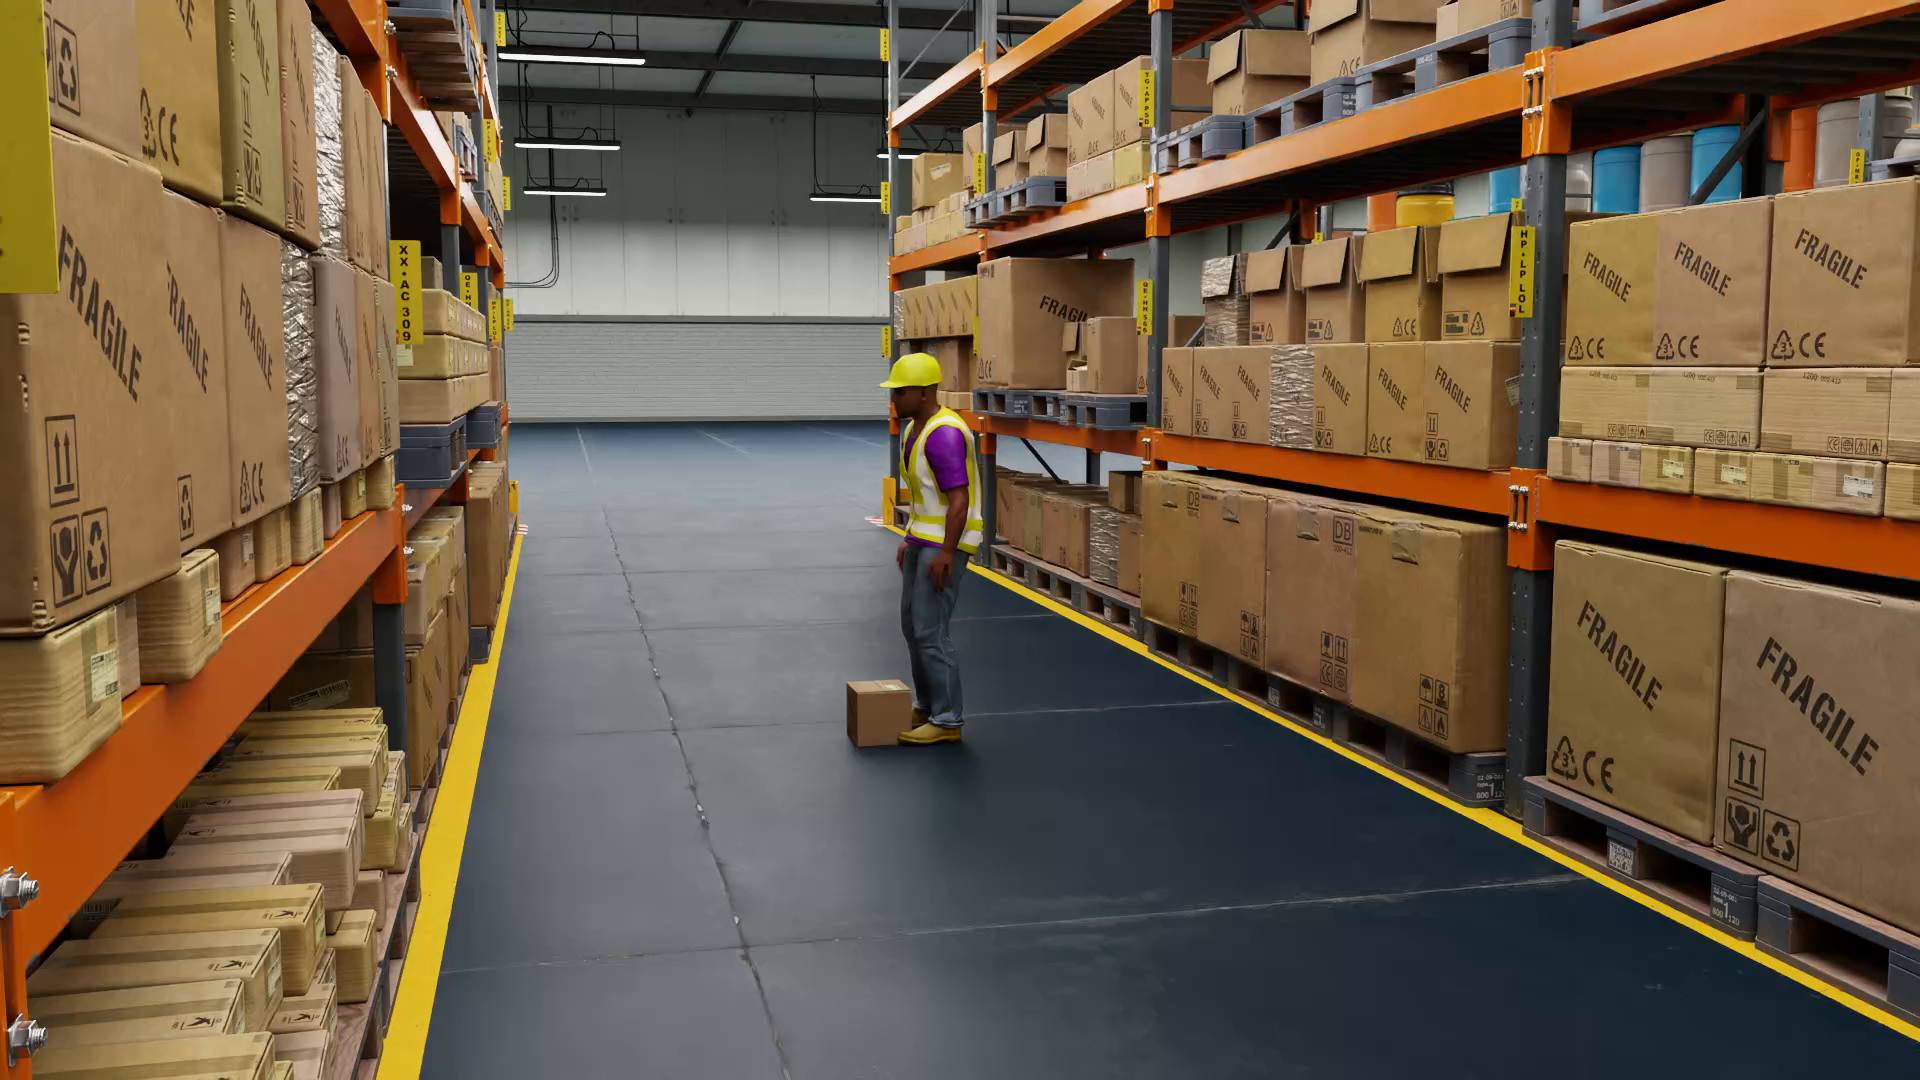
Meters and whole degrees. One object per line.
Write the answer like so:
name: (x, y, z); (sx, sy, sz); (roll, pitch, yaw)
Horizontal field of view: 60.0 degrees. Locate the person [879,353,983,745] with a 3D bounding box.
person: (-0.144, 0.033, 7.565); (0.461, 1.759, 0.630); (-2, 6, -17)
